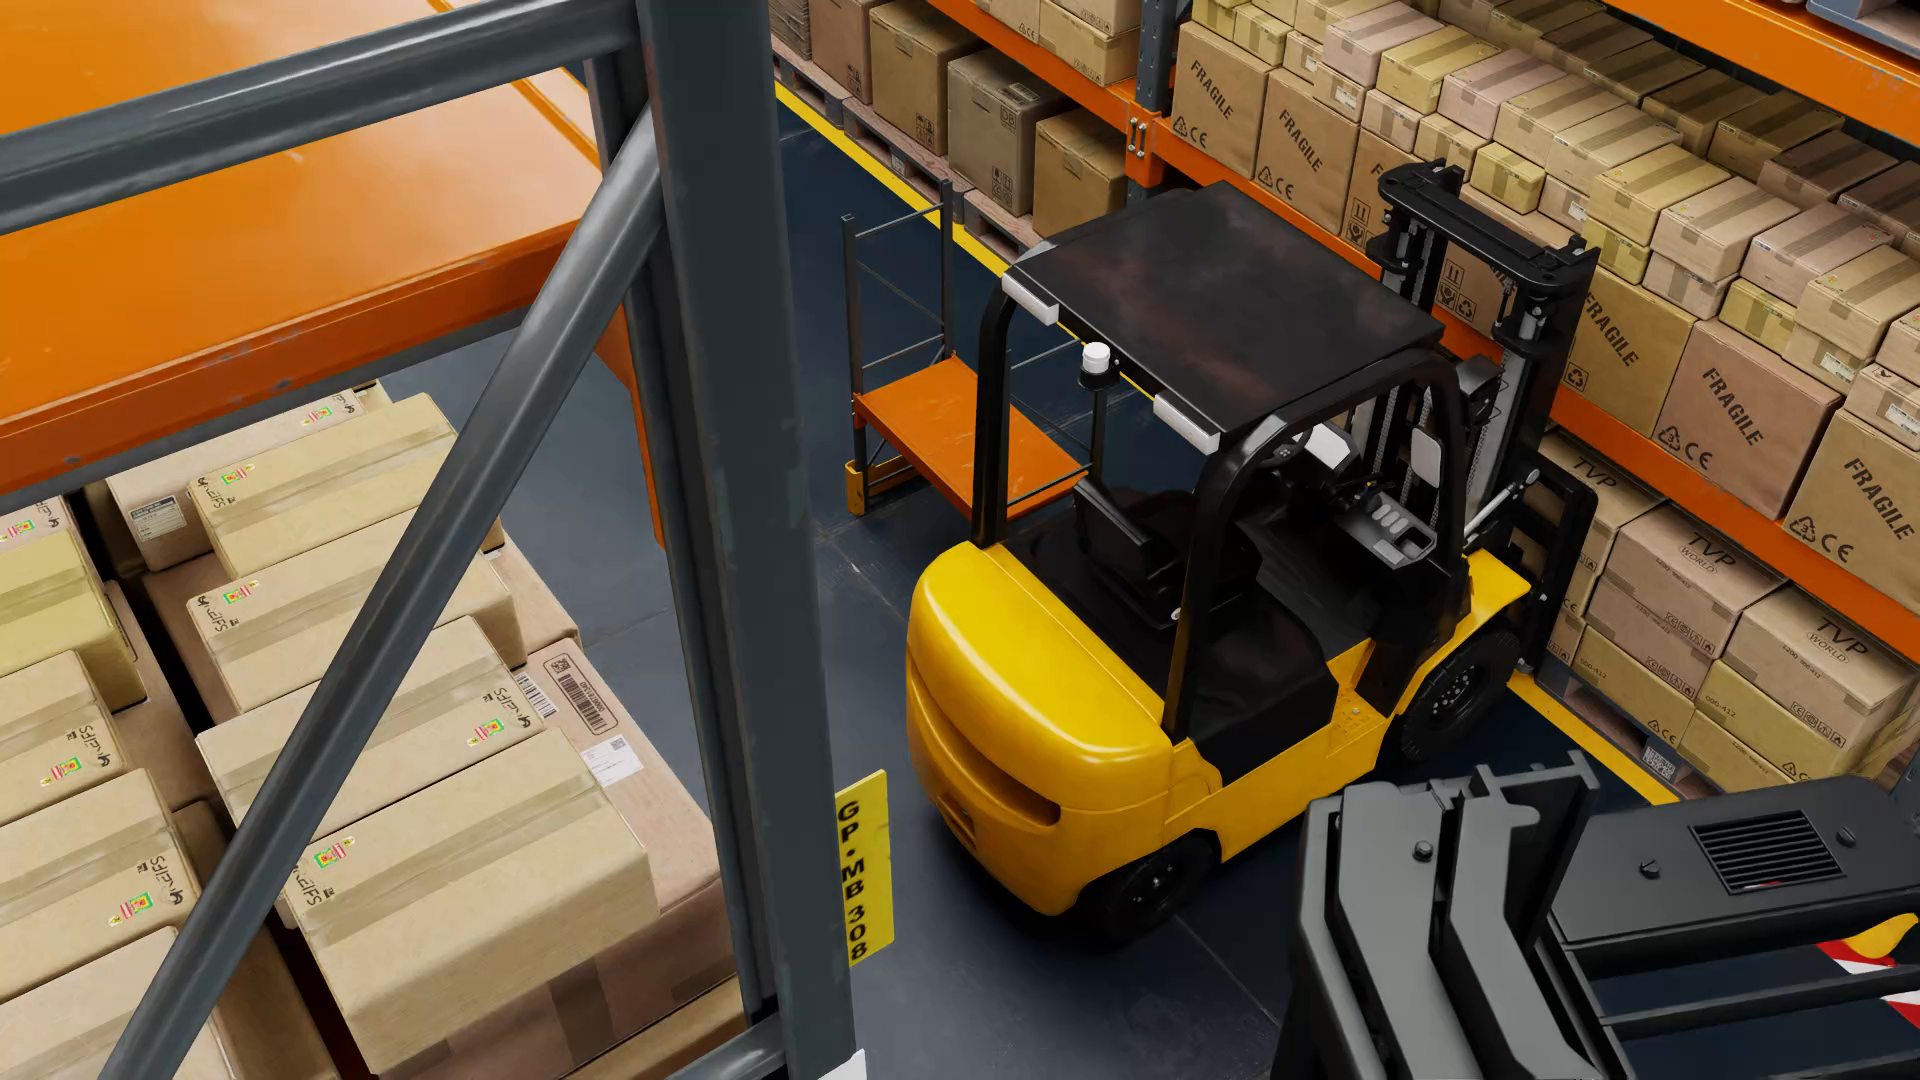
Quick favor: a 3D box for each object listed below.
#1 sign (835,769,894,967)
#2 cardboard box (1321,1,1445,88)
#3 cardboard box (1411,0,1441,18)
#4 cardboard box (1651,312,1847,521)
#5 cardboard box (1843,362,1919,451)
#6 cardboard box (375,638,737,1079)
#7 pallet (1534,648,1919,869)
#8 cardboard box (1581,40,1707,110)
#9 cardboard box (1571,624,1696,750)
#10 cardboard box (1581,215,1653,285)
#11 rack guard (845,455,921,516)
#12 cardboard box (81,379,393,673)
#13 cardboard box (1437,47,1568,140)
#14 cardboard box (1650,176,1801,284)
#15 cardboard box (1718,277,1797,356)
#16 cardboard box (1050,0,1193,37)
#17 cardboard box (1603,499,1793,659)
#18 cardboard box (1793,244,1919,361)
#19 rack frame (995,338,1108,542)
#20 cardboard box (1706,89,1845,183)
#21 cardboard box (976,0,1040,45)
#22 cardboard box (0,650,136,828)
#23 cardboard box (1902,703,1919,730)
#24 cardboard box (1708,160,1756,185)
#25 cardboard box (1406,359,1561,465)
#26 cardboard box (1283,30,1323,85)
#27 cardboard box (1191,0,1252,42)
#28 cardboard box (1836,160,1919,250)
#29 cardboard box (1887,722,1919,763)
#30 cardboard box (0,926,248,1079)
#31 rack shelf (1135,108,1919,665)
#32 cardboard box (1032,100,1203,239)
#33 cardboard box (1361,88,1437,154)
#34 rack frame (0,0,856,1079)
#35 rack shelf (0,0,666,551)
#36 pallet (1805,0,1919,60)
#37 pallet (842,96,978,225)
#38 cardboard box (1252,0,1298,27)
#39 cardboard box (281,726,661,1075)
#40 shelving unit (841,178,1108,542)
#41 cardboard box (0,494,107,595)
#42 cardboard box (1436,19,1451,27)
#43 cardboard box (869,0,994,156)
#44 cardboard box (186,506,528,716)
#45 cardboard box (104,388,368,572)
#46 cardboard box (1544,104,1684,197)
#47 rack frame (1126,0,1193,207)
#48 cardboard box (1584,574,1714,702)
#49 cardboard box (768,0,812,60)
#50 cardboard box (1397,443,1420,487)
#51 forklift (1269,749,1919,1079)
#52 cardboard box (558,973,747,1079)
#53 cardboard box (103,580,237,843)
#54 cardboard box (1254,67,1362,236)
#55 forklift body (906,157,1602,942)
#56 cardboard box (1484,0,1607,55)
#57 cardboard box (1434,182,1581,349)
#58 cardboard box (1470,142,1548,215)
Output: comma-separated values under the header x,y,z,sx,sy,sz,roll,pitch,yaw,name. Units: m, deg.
x,y,z,sx,sy,sz,roll,pitch,yaw,name
-0.121,0.382,1.863,0.100,0.325,0.005,-26,49,-24,sign
1.594,-1.872,6.272,0.380,0.149,0.250,-25,49,-24,cardboard box
1.917,-2.245,6.663,0.380,0.149,0.250,-26,50,-25,cardboard box
2.717,-0.474,5.493,0.500,0.500,0.500,-24,49,-23,cardboard box
2.904,-0.455,5.003,0.380,0.149,0.250,-25,49,-24,cardboard box
-0.635,0.469,2.298,0.500,0.250,0.500,-27,50,-25,cardboard box
3.031,0.626,6.432,1.003,0.211,1.213,-26,49,-24,pallet
2.471,-1.654,6.044,0.380,0.149,0.250,-24,49,-23,cardboard box
2.698,0.450,6.284,0.500,0.250,0.500,-26,49,-24,cardboard box
2.321,-1.039,5.615,0.380,0.149,0.250,-25,49,-24,cardboard box
-0.241,-0.329,7.405,0.587,0.250,0.087,-26,49,-24,rack guard
-1.231,-0.103,2.897,0.500,0.250,0.500,-24,49,-23,cardboard box
1.956,-1.613,6.001,0.380,0.149,0.250,-26,49,-25,cardboard box
2.465,-1.003,5.361,0.380,0.149,0.250,-25,49,-23,cardboard box
2.674,-0.771,5.334,0.380,0.149,0.250,-26,49,-25,cardboard box
0.724,-2.535,7.470,0.500,0.250,0.500,-27,50,-25,cardboard box
2.687,0.091,5.936,0.500,0.250,0.500,-25,49,-24,cardboard box
2.787,-0.728,5.074,0.380,0.149,0.250,-25,49,-24,cardboard box
0.340,-0.206,6.371,0.500,1.500,0.032,-26,49,-24,rack frame
2.831,-1.397,5.775,0.380,0.149,0.250,-27,50,-25,cardboard box
0.420,-2.641,7.944,0.500,0.250,0.500,-26,49,-25,cardboard box
-1.279,0.341,2.143,0.380,0.149,0.250,-26,50,-25,cardboard box
3.404,0.348,6.029,0.500,0.250,0.500,-25,49,-24,cardboard box
2.844,-1.287,5.875,0.380,0.149,0.250,-24,49,-23,cardboard box
2.106,-0.481,6.535,0.500,0.250,0.500,-27,50,-25,cardboard box
1.503,-1.935,6.553,0.380,0.149,0.250,-26,49,-25,cardboard box
1.181,-2.217,6.849,0.380,0.149,0.250,-26,50,-25,cardboard box
3.072,-1.070,5.432,0.380,0.149,0.250,-25,49,-24,cardboard box
3.382,0.522,6.209,0.500,0.250,0.500,-26,49,-24,cardboard box
-1.002,0.640,1.831,0.380,0.149,0.250,-25,49,-24,cardboard box
2.359,-0.838,6.468,1.077,0.370,4.000,-26,49,-24,rack shelf
0.907,-1.815,8.386,0.875,0.625,0.625,-24,48,-23,cardboard box
1.732,-1.617,6.220,0.380,0.149,0.250,-26,50,-25,cardboard box
-0.566,-0.173,0.905,1.000,3.000,0.127,-26,49,-24,rack frame
-1.710,-1.044,2.341,1.077,0.370,4.000,-26,49,-24,rack shelf
3.120,-1.429,4.458,1.003,0.211,1.213,-26,49,-24,pallet
0.059,-2.316,9.514,1.003,0.211,1.213,-26,49,-24,pallet
1.392,-2.206,6.622,0.380,0.149,0.250,-25,49,-24,cardboard box
-0.602,0.433,2.047,0.380,0.149,0.250,-26,49,-25,cardboard box
0.044,-0.499,6.678,0.587,1.500,1.083,-26,49,-24,shelving unit
-1.516,0.036,2.463,0.380,0.149,0.250,-26,49,-24,cardboard box
2.105,-2.008,6.630,0.380,0.149,0.250,-25,49,-24,cardboard box
0.038,-2.683,9.294,0.875,0.625,0.625,-28,50,-26,cardboard box
-0.852,0.131,2.364,0.380,0.149,0.250,-26,49,-24,cardboard box
-1.154,-0.143,2.651,0.380,0.149,0.250,-26,49,-25,cardboard box
2.243,-1.330,5.704,0.380,0.149,0.250,-25,49,-24,cardboard box
1.215,-2.231,7.406,1.000,3.000,0.127,-26,49,-24,rack frame
2.690,0.256,6.126,0.500,0.250,0.500,-26,50,-25,cardboard box
-0.728,-3.431,10.078,0.875,0.625,0.625,-24,49,-23,cardboard box
2.094,-0.313,6.722,0.500,0.250,0.500,-26,49,-25,cardboard box
1.379,1.607,3.435,3.031,2.935,1.130,-7,44,-7,forklift
-0.489,0.687,2.359,0.380,0.149,0.250,-26,49,-24,cardboard box
-1.356,0.385,2.386,0.500,0.250,0.500,-26,50,-25,cardboard box
1.566,-1.624,6.698,0.500,0.500,0.500,-25,49,-24,cardboard box
0.922,-0.012,5.696,2.313,2.155,1.214,-26,49,-24,forklift body
2.244,-1.973,6.378,0.380,0.149,0.250,-26,50,-25,cardboard box
2.127,-1.045,6.091,0.500,0.500,0.500,-25,49,-24,cardboard box
2.050,-1.334,5.924,0.380,0.149,0.250,-27,50,-25,cardboard box
